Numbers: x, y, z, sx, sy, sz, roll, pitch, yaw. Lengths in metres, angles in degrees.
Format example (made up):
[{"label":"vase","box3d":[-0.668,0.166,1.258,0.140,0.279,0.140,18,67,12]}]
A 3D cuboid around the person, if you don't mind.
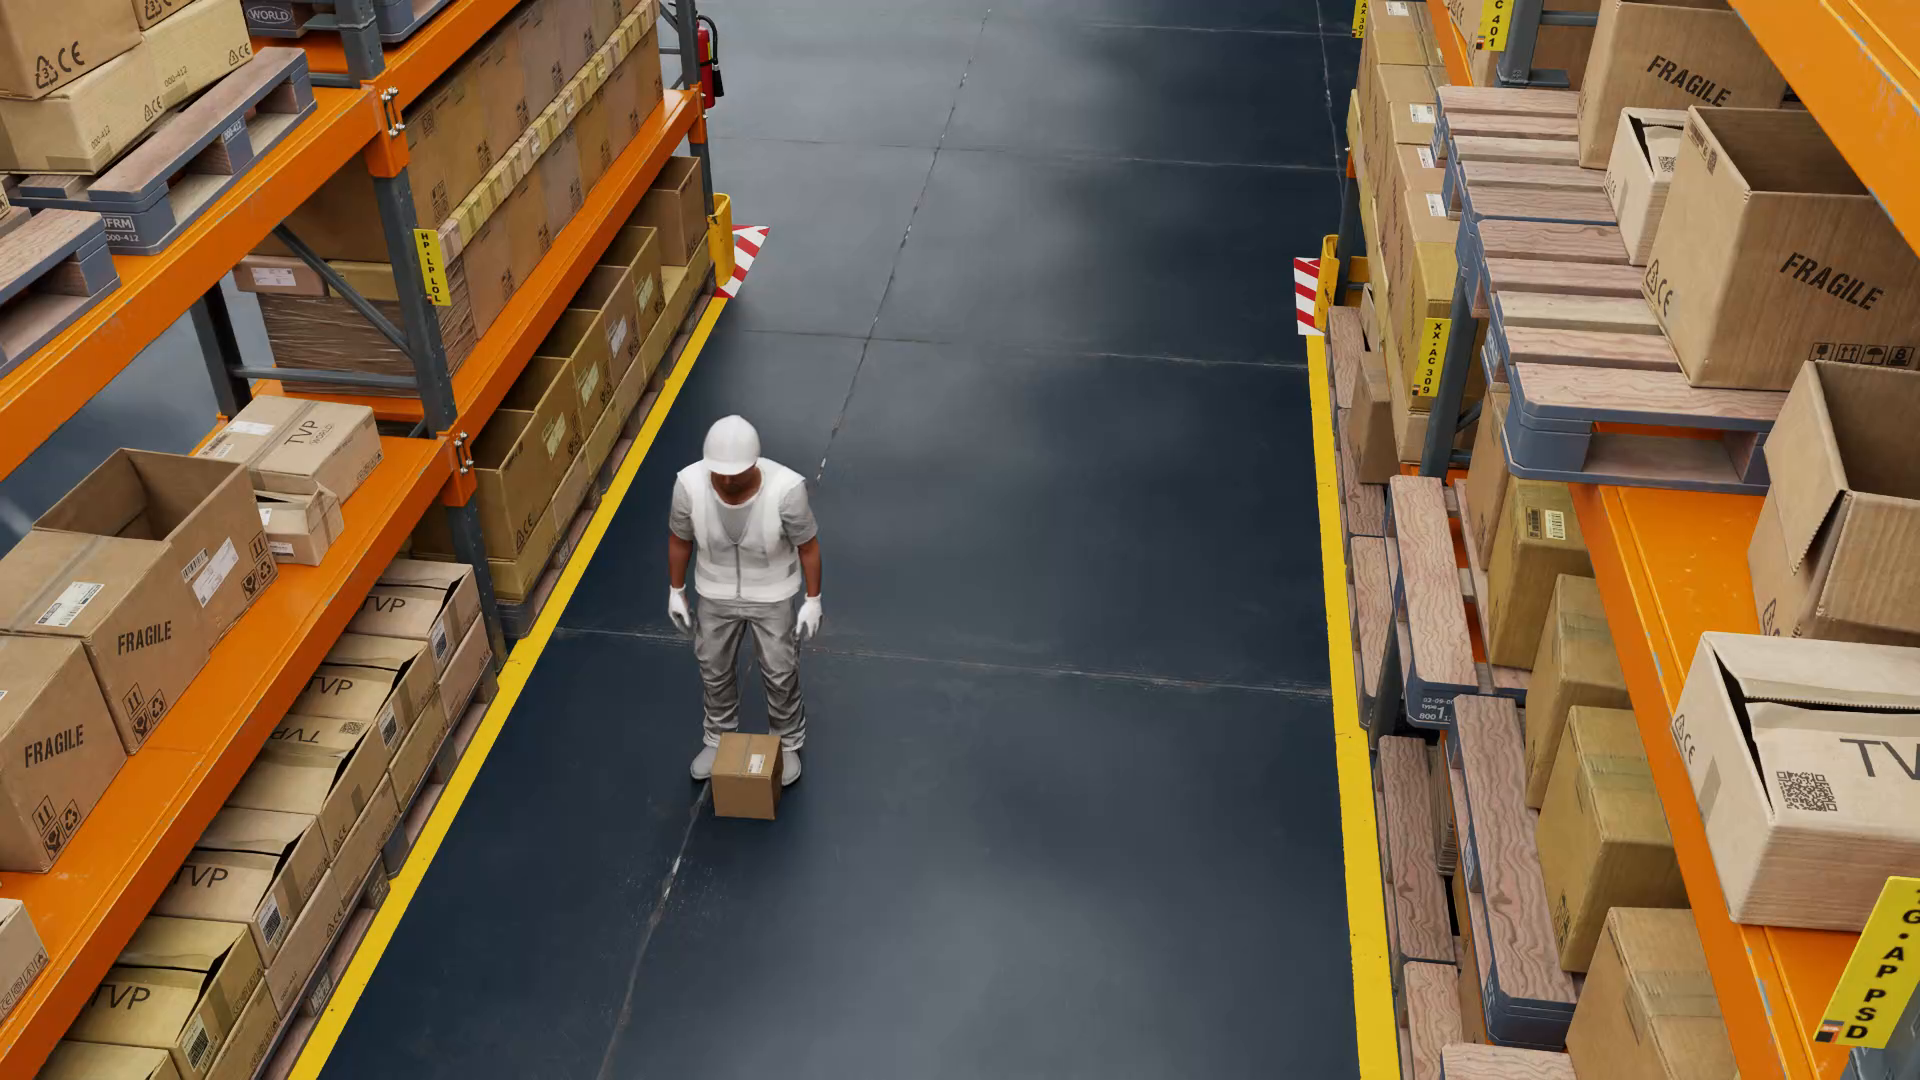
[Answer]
[{"label":"person","box3d":[-0.864,0.239,6.701,0.629,1.773,0.452,4,36,5]}]
